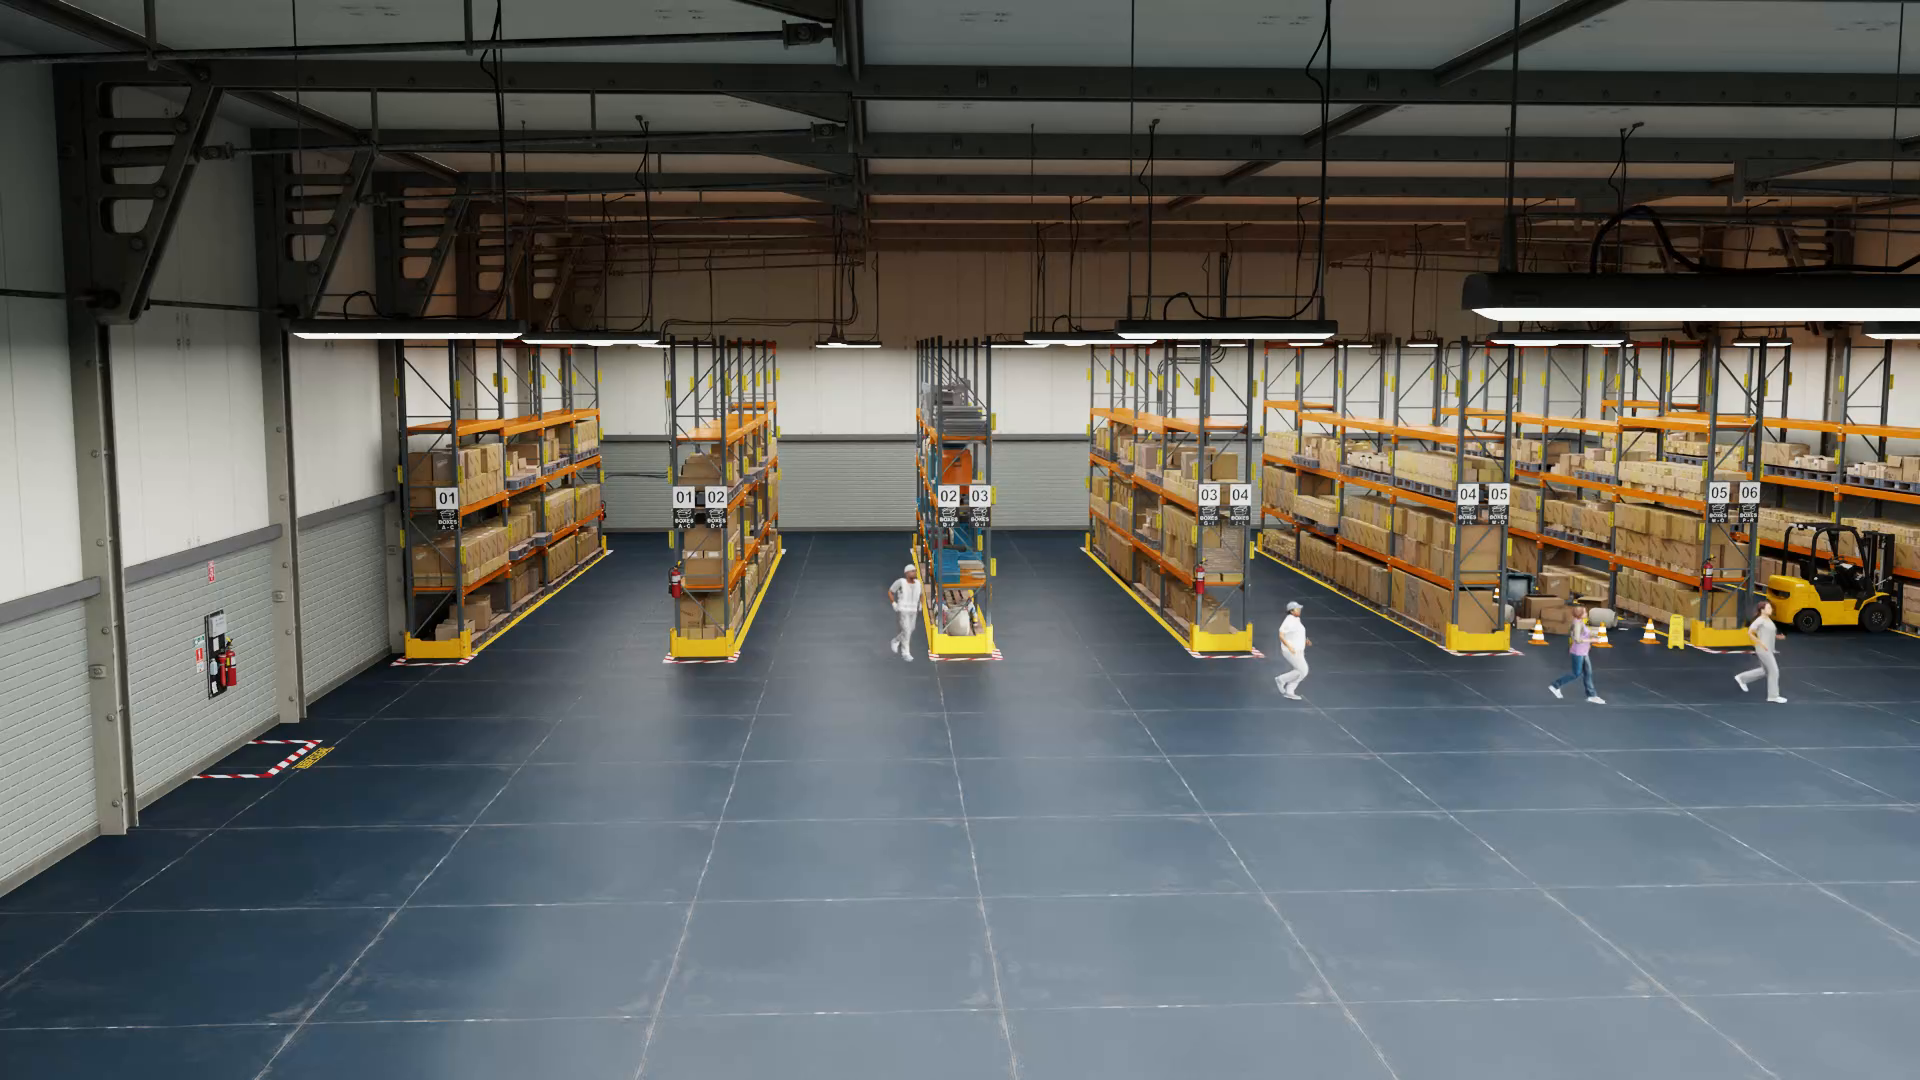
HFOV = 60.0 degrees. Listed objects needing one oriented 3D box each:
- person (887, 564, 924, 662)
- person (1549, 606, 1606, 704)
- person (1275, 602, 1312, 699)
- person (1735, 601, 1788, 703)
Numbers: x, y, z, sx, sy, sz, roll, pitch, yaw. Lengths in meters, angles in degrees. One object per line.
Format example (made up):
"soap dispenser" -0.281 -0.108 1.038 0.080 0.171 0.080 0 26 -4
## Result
"person" -0.987 1.336 31.079 0.707 1.755 0.787 -5 8 -35
"person" 10.026 1.857 26.934 0.873 1.556 0.545 4 7 28
"person" 5.500 1.821 27.368 0.547 1.624 0.607 3 7 23
"person" 13.158 1.811 27.270 0.867 1.641 0.577 6 9 44
